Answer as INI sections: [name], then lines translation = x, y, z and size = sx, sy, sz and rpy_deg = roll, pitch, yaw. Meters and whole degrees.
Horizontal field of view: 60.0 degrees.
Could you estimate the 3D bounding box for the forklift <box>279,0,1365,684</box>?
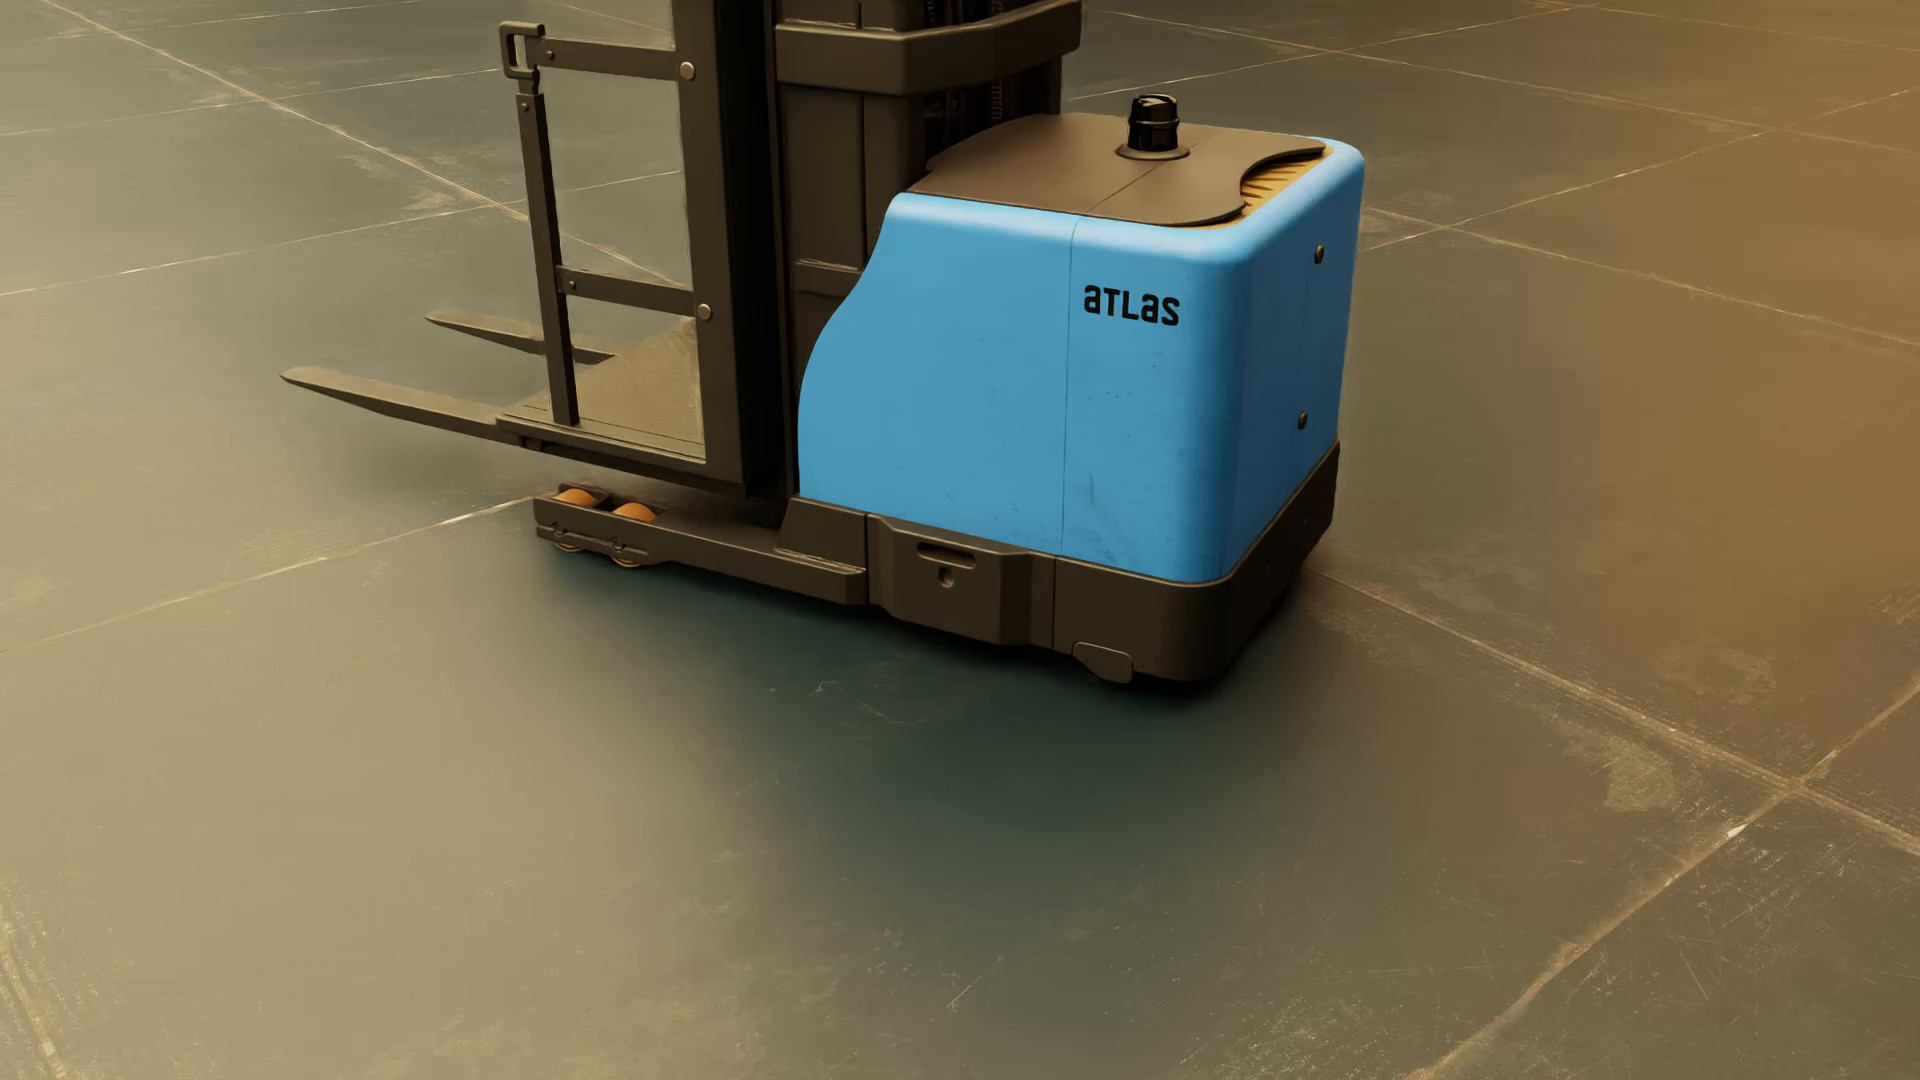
[forklift]
translation = -0.554, -1.433, 4.092
size = 3.031, 2.935, 1.130
rpy_deg = 13, 29, 24
